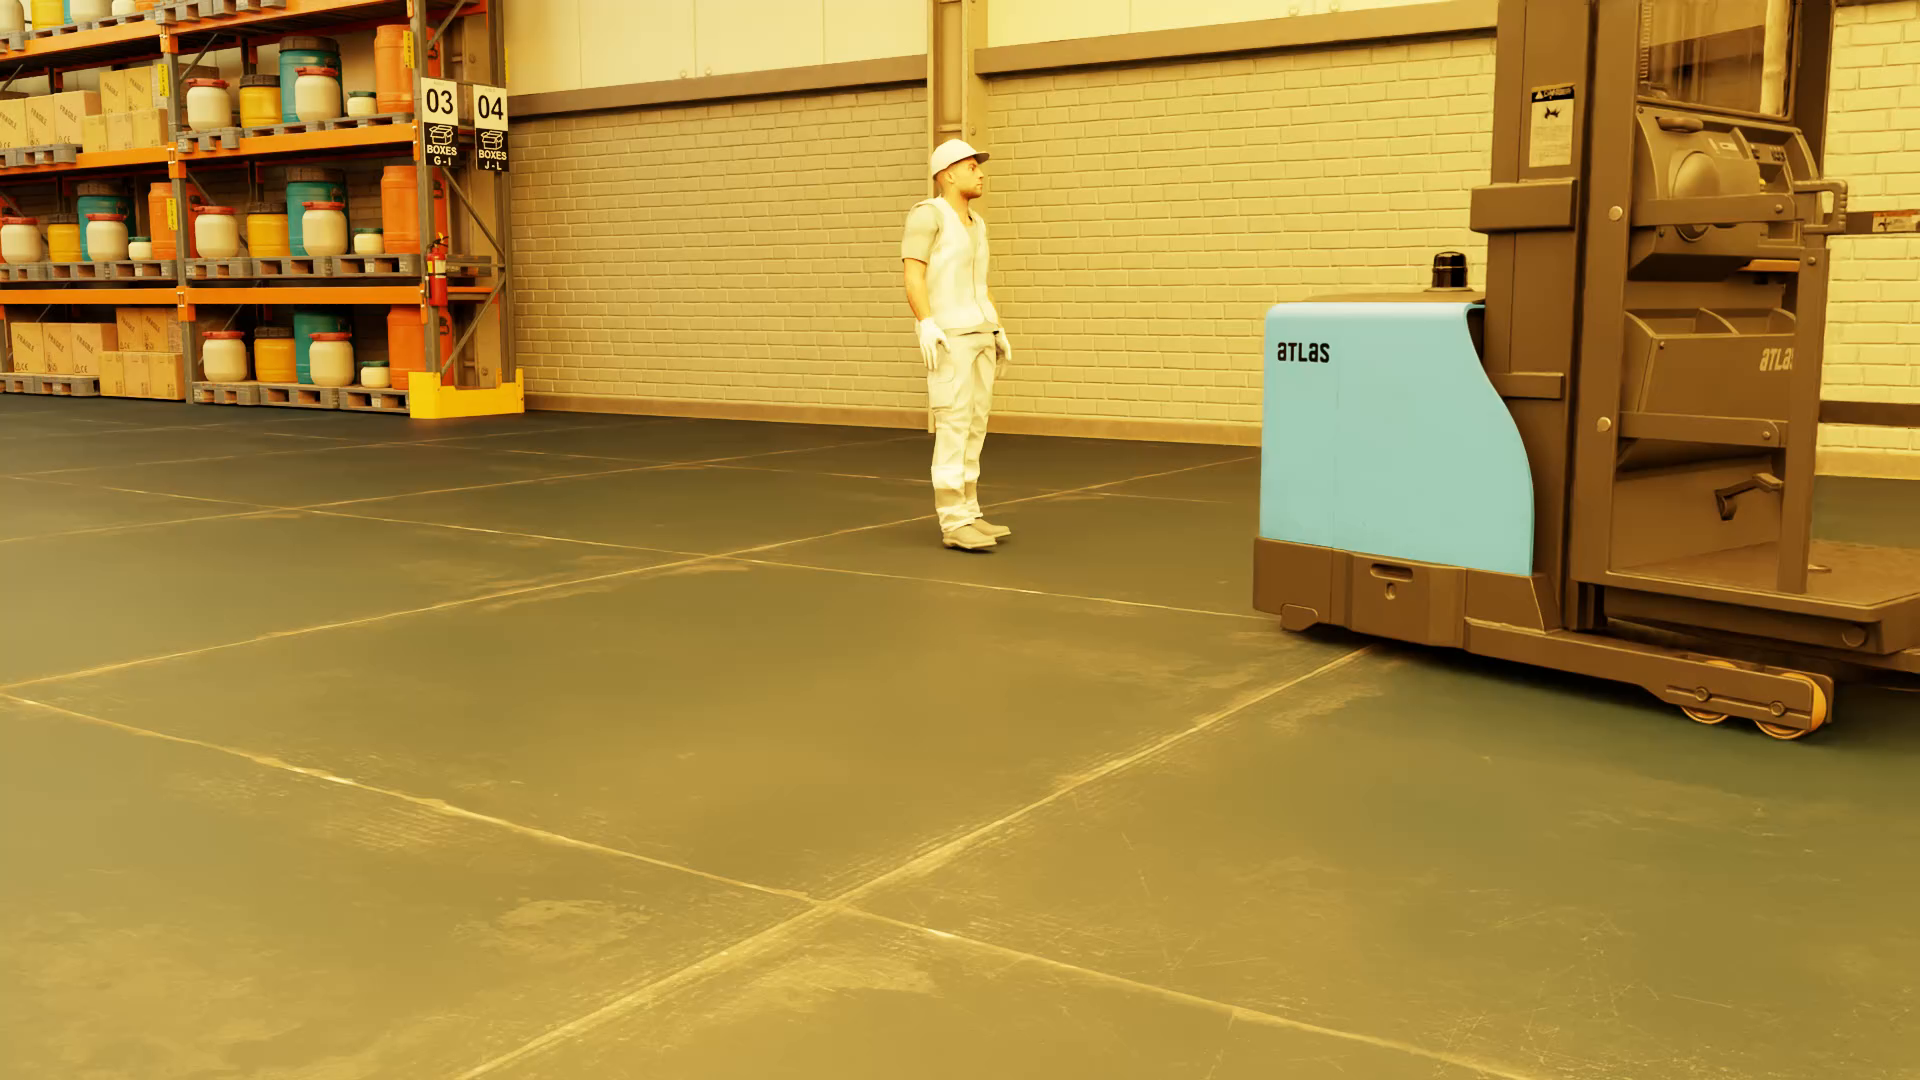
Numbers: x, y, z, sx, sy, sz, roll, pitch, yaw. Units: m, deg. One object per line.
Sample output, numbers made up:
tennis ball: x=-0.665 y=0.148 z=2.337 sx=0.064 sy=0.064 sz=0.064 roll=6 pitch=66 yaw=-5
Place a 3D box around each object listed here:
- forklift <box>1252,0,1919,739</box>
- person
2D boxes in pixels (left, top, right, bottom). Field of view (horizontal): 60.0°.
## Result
forklift: x=2.279 y=-1.035 z=4.471 sx=1.130 sy=2.935 sz=3.031 roll=-6 pitch=10 yaw=-38
person: x=0.059 y=-0.885 z=7.422 sx=0.564 sy=1.787 sz=0.637 roll=5 pitch=10 yaw=34
